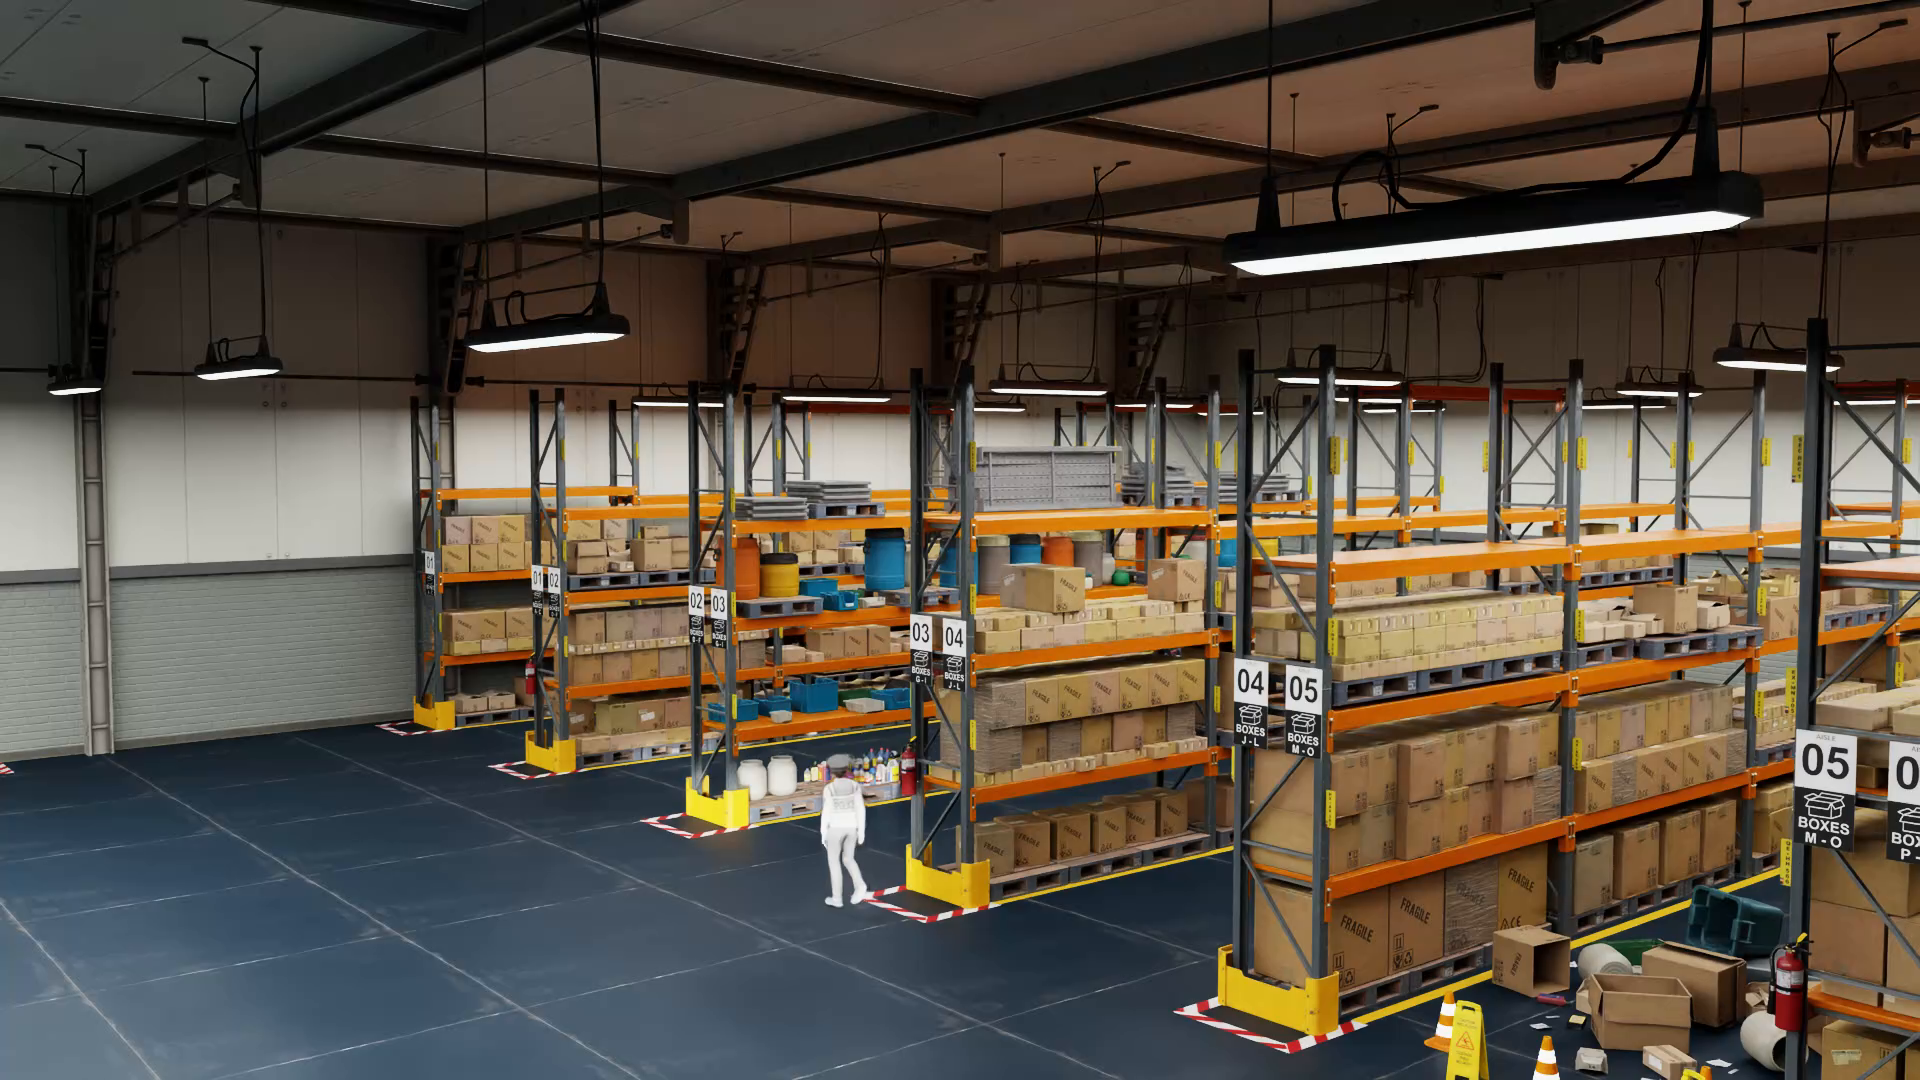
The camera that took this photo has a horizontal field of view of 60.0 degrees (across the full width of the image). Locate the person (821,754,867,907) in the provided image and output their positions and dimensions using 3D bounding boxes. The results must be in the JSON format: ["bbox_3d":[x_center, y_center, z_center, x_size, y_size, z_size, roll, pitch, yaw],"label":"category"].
[{"bbox_3d":[-1.271,3.224,18.403,0.483,1.678,0.531,-2,4,-32],"label":"person"}]
